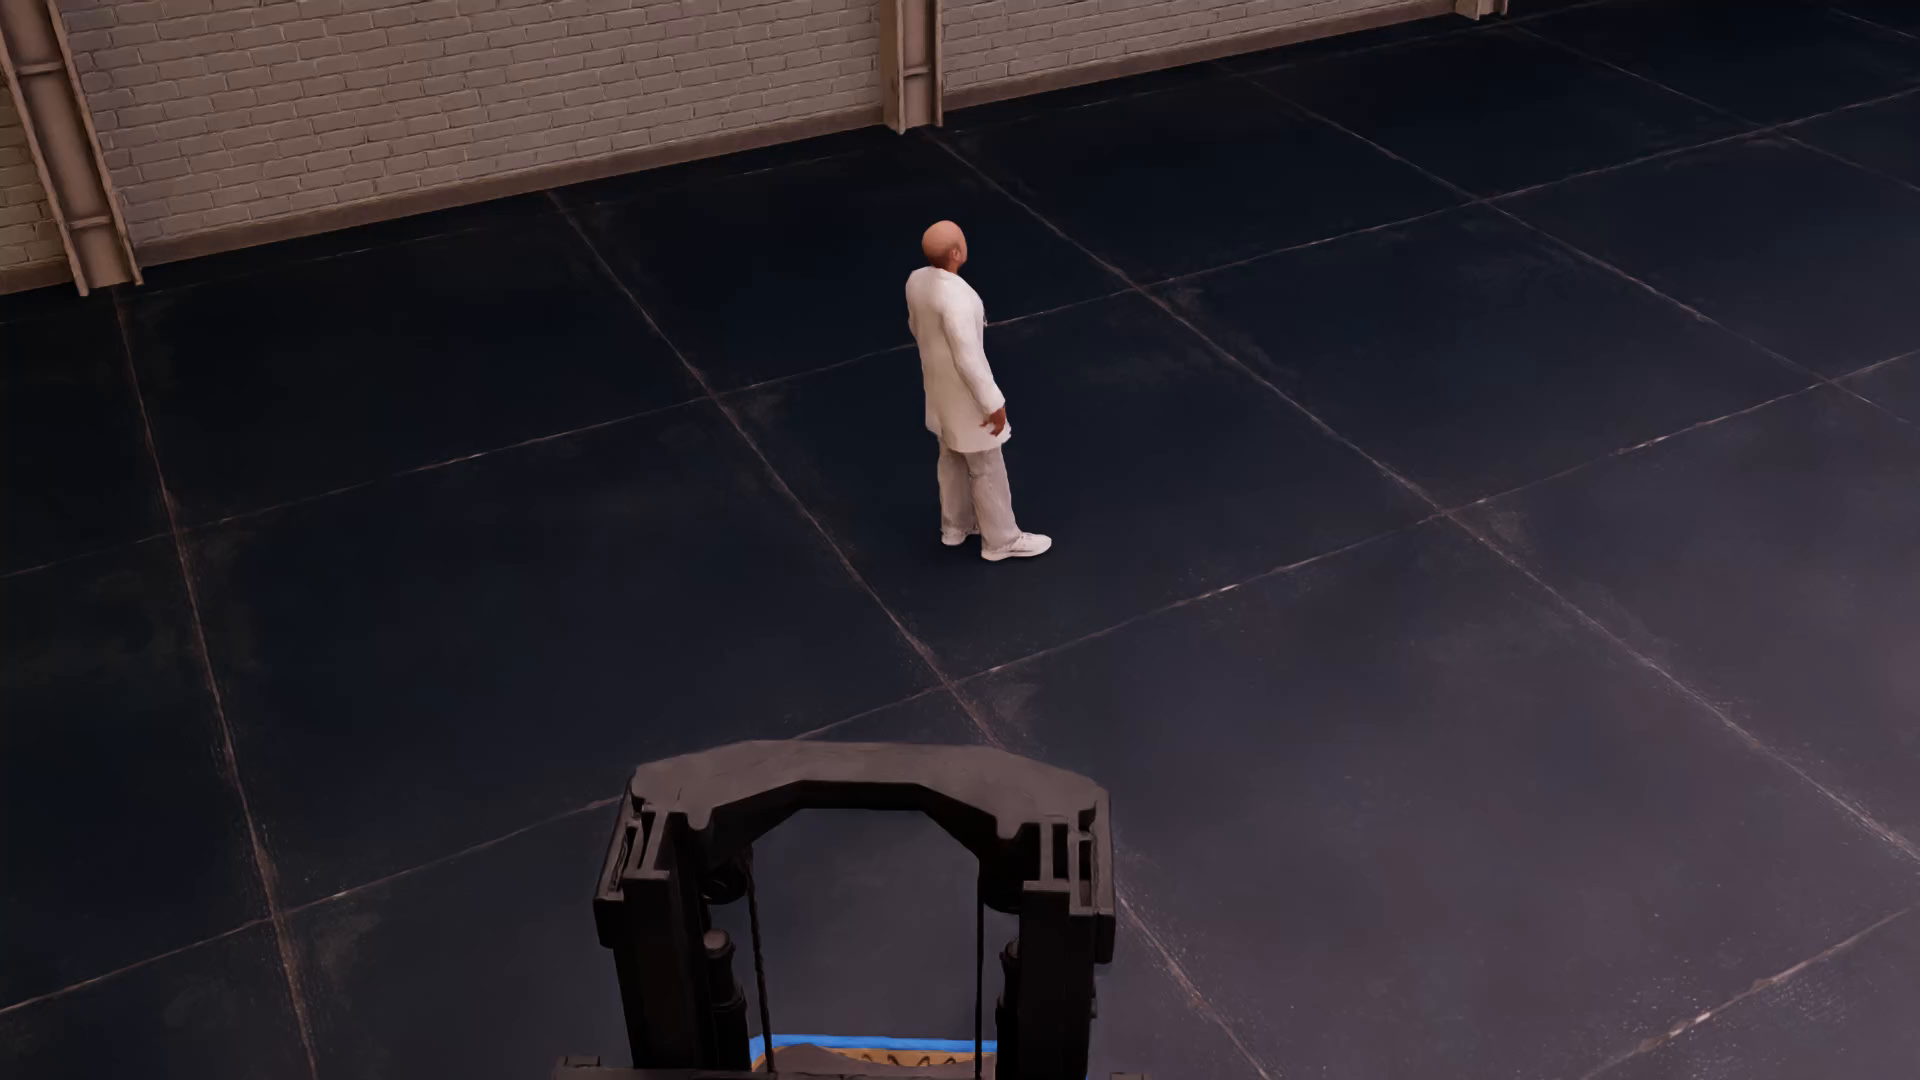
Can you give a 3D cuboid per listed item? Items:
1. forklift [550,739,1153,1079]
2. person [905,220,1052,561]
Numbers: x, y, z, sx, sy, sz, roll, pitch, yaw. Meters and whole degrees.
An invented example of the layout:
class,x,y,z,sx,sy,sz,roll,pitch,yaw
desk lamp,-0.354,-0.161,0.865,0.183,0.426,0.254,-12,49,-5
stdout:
class,x,y,z,sx,sy,sz,roll,pitch,yaw
forklift,-0.206,1.962,3.347,1.130,2.935,3.031,1,35,2
person,0.082,-0.754,8.177,0.579,1.776,0.694,-17,39,-23
